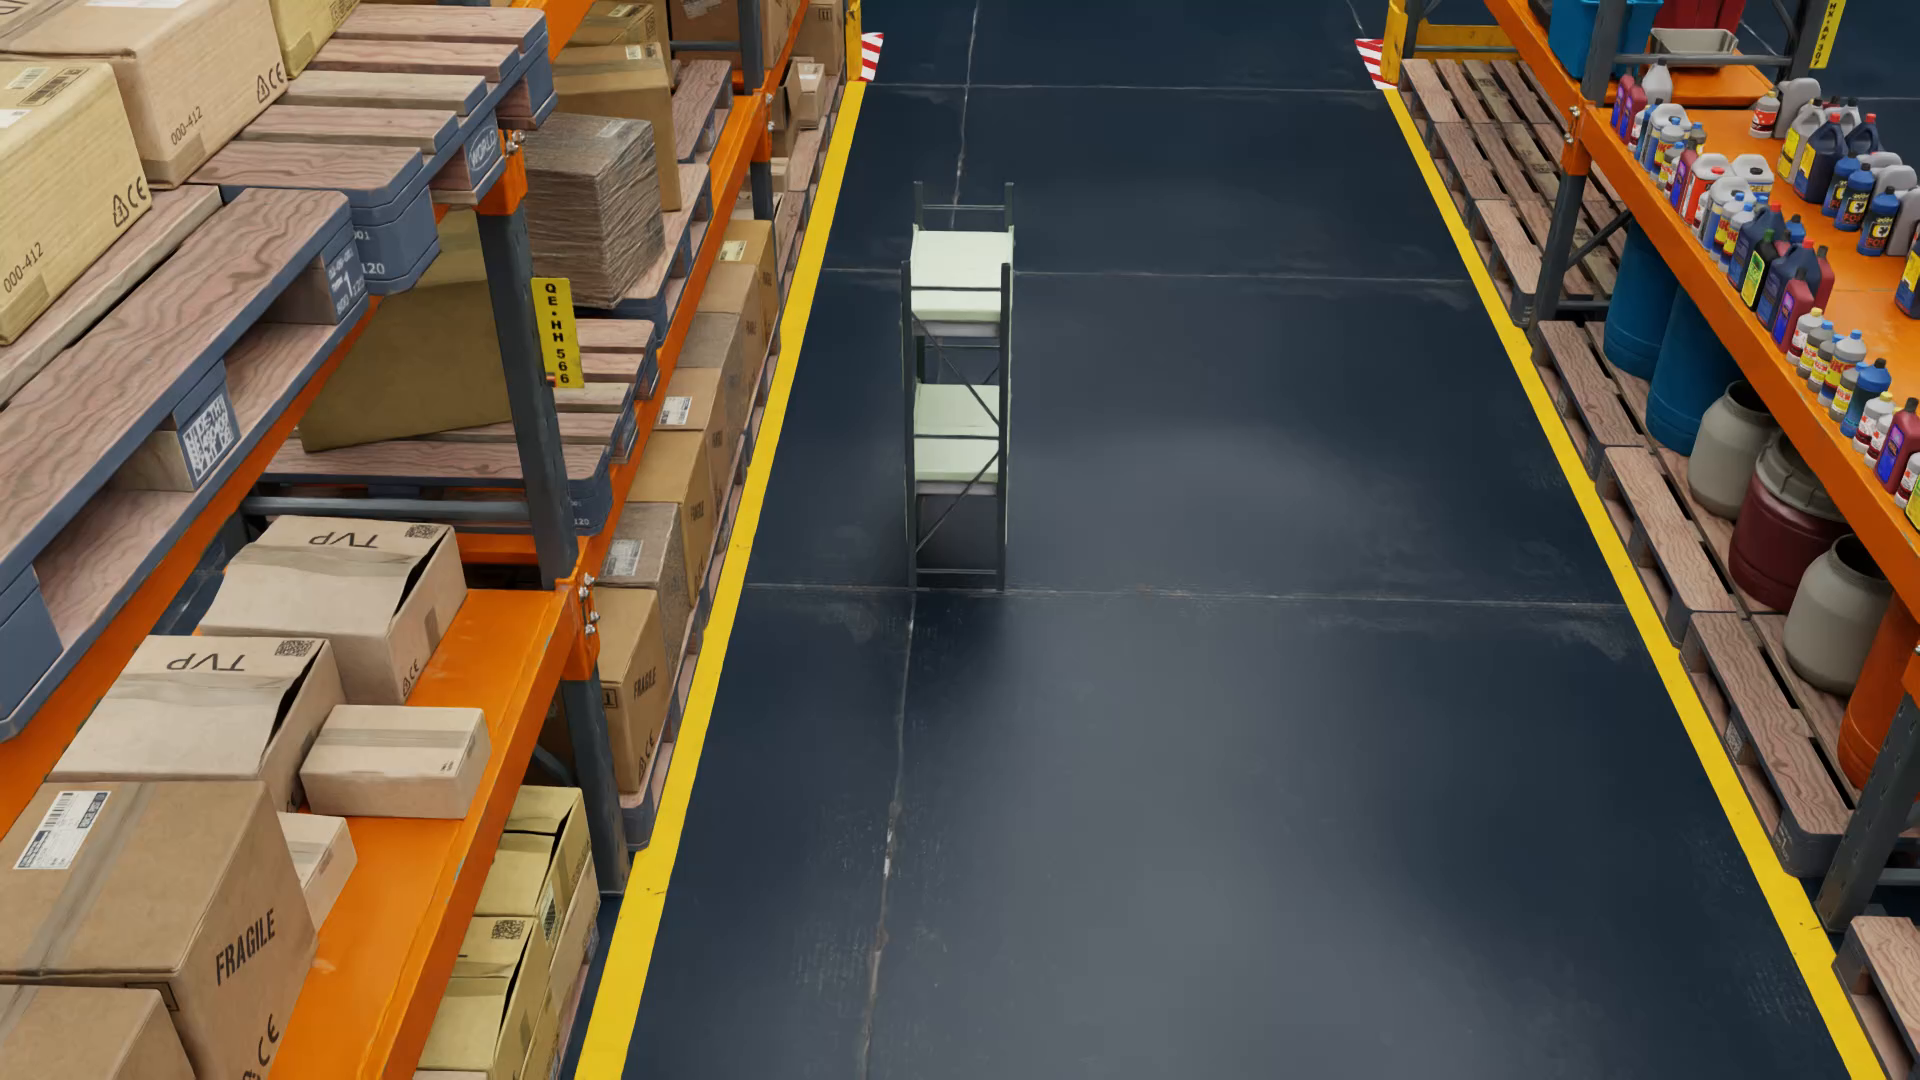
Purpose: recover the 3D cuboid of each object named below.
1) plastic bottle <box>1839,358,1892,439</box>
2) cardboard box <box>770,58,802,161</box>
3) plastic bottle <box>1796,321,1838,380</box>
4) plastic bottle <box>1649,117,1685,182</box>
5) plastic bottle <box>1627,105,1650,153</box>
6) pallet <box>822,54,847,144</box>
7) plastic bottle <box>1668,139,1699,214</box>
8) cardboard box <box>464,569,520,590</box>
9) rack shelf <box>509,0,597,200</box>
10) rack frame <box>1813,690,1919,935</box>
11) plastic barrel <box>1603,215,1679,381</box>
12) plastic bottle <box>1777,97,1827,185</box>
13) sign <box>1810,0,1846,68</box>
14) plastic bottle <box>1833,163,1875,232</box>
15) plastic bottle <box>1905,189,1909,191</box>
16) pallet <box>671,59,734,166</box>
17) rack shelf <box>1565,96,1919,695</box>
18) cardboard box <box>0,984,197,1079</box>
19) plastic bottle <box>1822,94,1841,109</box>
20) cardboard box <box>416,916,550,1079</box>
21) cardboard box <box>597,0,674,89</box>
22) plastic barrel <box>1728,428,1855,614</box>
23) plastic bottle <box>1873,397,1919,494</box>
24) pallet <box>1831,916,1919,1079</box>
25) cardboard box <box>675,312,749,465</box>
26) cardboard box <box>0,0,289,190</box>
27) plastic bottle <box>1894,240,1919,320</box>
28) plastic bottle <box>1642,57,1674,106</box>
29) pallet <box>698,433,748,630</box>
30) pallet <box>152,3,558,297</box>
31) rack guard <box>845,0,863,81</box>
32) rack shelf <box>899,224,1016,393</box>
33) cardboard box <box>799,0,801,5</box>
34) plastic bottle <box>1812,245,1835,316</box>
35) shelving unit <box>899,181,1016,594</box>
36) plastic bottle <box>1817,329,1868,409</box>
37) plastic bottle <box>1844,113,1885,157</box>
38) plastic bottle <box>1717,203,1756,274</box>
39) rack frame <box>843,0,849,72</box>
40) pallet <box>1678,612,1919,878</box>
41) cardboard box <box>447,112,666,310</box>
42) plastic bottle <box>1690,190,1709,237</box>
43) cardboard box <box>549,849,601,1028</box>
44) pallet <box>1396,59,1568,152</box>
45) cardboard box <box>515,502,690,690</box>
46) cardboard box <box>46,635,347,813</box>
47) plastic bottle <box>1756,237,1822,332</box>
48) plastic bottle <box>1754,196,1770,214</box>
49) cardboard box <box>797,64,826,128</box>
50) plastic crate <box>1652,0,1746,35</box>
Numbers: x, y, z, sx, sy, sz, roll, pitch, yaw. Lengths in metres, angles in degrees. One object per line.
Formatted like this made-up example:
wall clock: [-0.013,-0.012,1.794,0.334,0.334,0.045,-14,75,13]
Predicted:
plastic bottle: [2.959,-0.466,5.417,0.097,0.271,0.097,0,35,0]
cardboard box: [-1.390,-2.619,10.157,0.797,0.503,0.637,1,35,2]
plastic bottle: [2.974,-0.661,5.755,0.097,0.201,0.097,0,35,0]
plastic bottle: [3.043,-1.679,7.142,0.097,0.271,0.097,0,35,0]
plastic bottle: [3.057,-1.839,7.431,0.097,0.201,0.097,0,35,0]
pallet: [-1.333,-3.037,11.387,1.003,0.211,1.213,1,35,2]
plastic bottle: [3.013,-1.506,6.885,0.061,0.283,0.133,1,35,2]
cardboard box: [-1.817,0.217,6.124,0.500,0.500,0.500,3,35,4]
rack shelf: [-1.540,-2.165,5.739,1.077,0.370,4.000,1,35,2]
rack frame: [3.329,0.034,4.594,1.000,3.000,0.127,1,35,2]
plastic barrel: [3.451,-1.266,7.902,0.600,0.901,0.708,1,35,2]
plastic bottle: [3.635,-1.712,7.120,0.144,0.351,0.185,1,35,2]
sign: [4.039,-2.364,7.764,0.100,0.325,0.005,1,35,2]
plastic bottle: [3.631,-1.393,6.736,0.097,0.271,0.097,0,35,0]
plastic bottle: [3.779,-1.305,6.671,0.097,0.201,0.097,0,35,0]
pallet: [-1.601,-1.846,7.435,1.003,0.211,1.213,1,35,2]
rack shelf: [3.409,-0.821,6.435,1.077,0.370,4.000,1,35,2]
cardboard box: [-1.693,1.143,2.928,0.500,0.500,0.500,1,35,2]
plastic bottle: [3.833,-1.849,7.374,0.061,0.283,0.133,1,35,2]
cardboard box: [-1.410,1.246,4.407,0.500,0.311,0.500,1,35,1]
cardboard box: [-1.702,-2.327,7.500,0.700,0.500,0.500,-10,36,-14]
plastic barrel: [3.377,-0.082,6.490,0.600,0.588,0.708,1,35,2]
plastic bottle: [2.928,-0.294,5.160,0.061,0.283,0.133,1,35,2]
pallet: [3.259,1.619,4.763,1.003,0.211,1.213,1,35,2]
cardboard box: [-1.242,-0.676,7.395,0.500,0.500,0.500,2,35,2]
cardboard box: [-1.585,-0.857,3.017,0.500,0.250,0.500,2,35,3]
plastic bottle: [3.578,-1.002,6.110,0.144,0.351,0.185,1,35,2]
plastic bottle: [3.150,-2.026,7.568,0.144,0.351,0.185,1,35,2]
pallet: [-1.501,-0.069,7.165,1.003,0.211,1.213,1,35,2]
pallet: [-1.558,-0.841,3.394,1.213,0.211,1.003,3,35,4]
rack guard: [-1.302,-3.613,11.956,1.175,0.500,0.348,1,35,2]
rack shelf: [0.000,-0.929,6.589,0.431,0.370,0.720,1,35,2]
cardboard box: [-1.127,-3.290,9.236,0.500,0.500,0.500,1,35,2]
plastic bottle: [3.116,-0.921,6.053,0.061,0.283,0.133,1,35,2]
shelving unit: [0.000,-0.610,6.813,0.431,1.500,0.755,1,35,2]
plastic bottle: [2.966,-0.578,5.576,0.097,0.271,0.097,0,35,0]
plastic bottle: [3.772,-1.603,6.964,0.144,0.351,0.185,1,35,2]
plastic bottle: [3.008,-1.168,6.415,0.097,0.271,0.097,0,35,0]
rack frame: [-1.299,-4.679,11.299,1.000,3.000,0.127,1,35,2]
pallet: [3.319,0.720,6.041,1.003,0.211,1.213,1,35,2]
cardboard box: [-1.480,-1.181,5.870,0.700,0.500,0.500,8,36,11]
plastic bottle: [3.021,-1.328,6.704,0.097,0.201,0.097,0,35,0]
cardboard box: [-1.398,1.178,4.991,0.500,0.250,0.500,2,35,3]
pallet: [3.578,-2.949,11.262,1.003,0.211,1.213,1,35,2]
cardboard box: [-1.301,0.204,6.143,0.500,0.500,0.500,0,35,0]
cardboard box: [-1.850,0.463,4.060,0.500,0.311,0.500,1,35,1]
plastic bottle: [3.013,-0.936,6.016,0.144,0.351,0.185,1,35,2]
plastic bottle: [3.169,-1.269,6.619,0.097,0.201,0.097,0,35,0]
cardboard box: [-1.143,-2.871,10.735,0.500,0.250,0.500,1,35,2]
plastic crate: [3.776,-2.823,8.550,0.402,0.464,0.583,1,35,2]
